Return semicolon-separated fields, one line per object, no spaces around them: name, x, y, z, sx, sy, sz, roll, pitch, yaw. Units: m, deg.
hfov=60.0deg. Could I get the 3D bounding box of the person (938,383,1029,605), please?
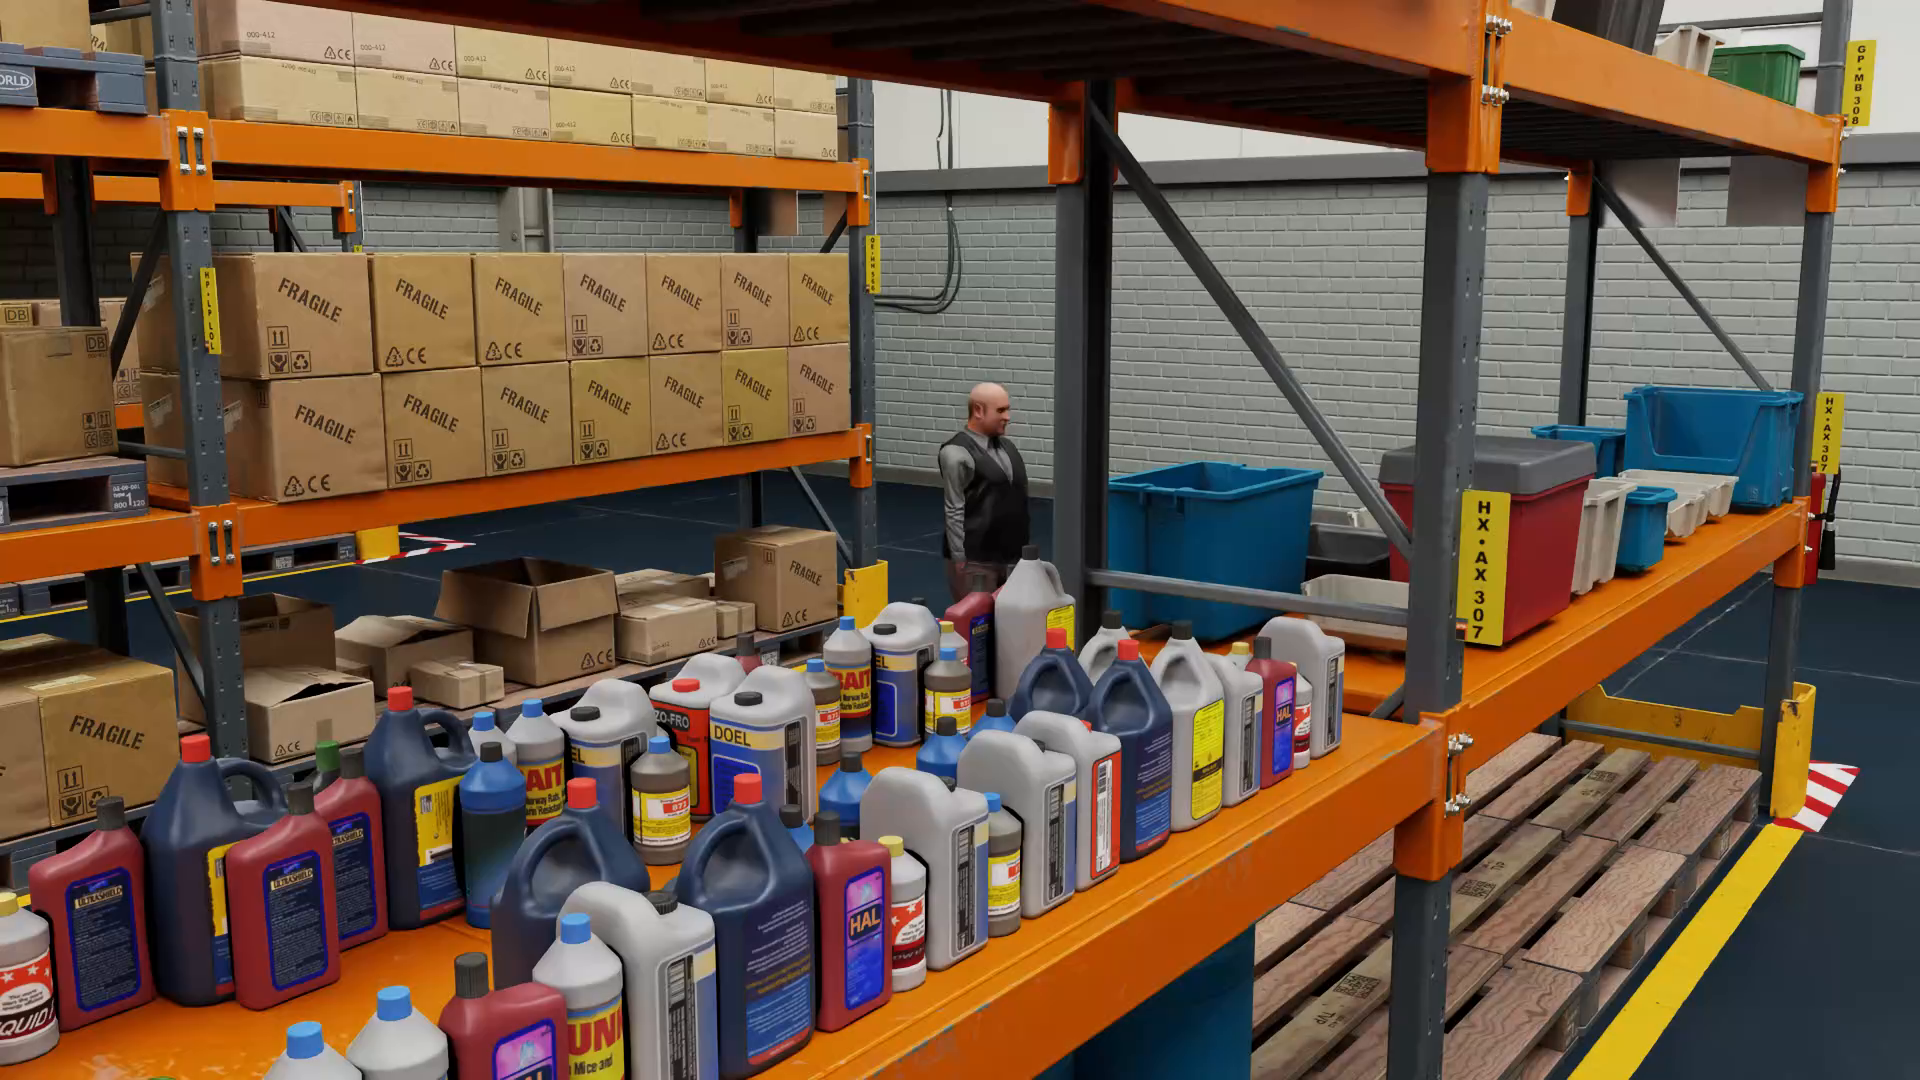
person;0.134;0.116;7.834;0.361;1.712;0.535;7;12;37
